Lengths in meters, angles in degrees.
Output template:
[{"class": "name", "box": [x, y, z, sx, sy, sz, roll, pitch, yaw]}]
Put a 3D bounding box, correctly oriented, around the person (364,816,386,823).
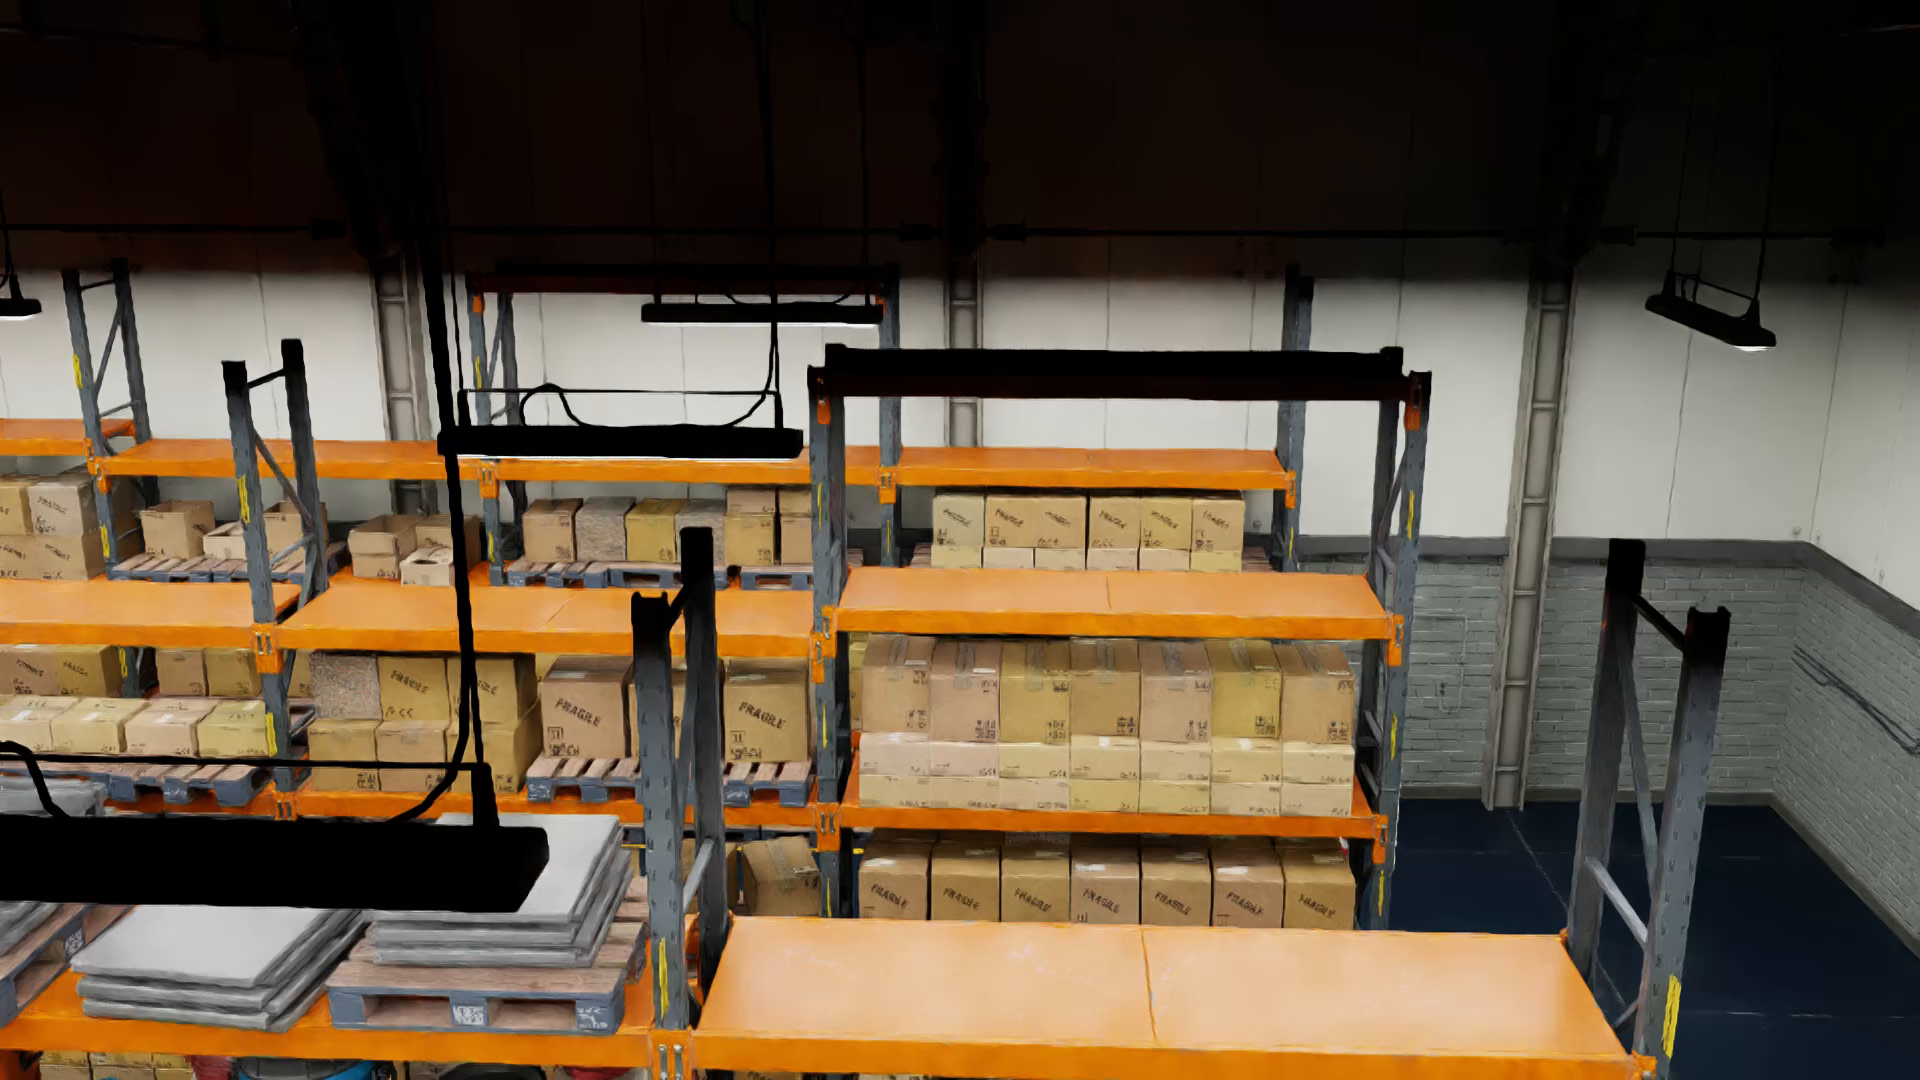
[{"class": "person", "box": [-5.057, 3.165, 14.680, 1.078, 1.642, 0.544, 2, 16, 6]}]
